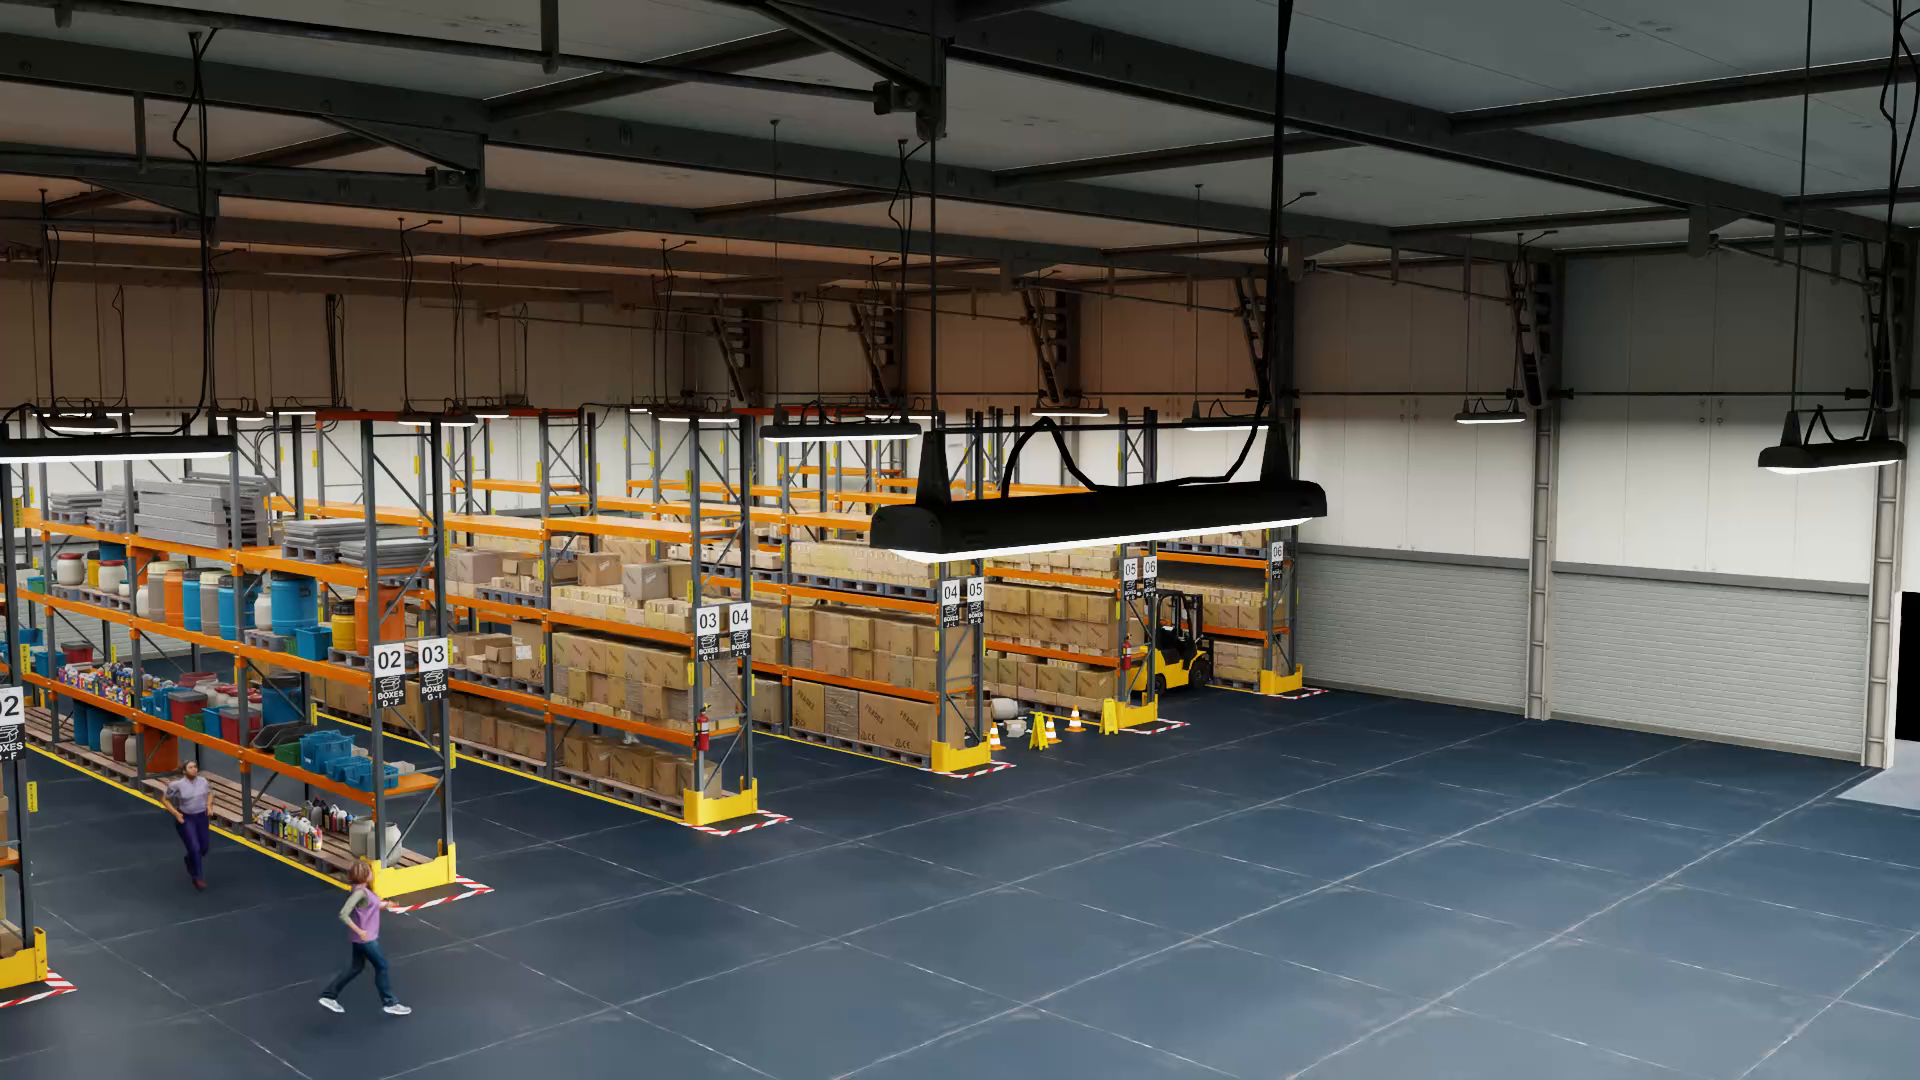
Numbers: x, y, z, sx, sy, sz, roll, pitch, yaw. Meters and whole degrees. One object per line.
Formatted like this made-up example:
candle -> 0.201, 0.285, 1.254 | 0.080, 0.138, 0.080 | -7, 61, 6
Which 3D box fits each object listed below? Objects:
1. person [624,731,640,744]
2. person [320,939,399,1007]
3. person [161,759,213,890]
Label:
person -> -5.787, 2.939, 29.879 | 0.573, 1.530, 0.601 | 4, 7, 42
person -> -6.064, 4.314, 16.766 | 0.743, 0.821, 0.342 | -2, 6, -23
person -> -9.912, 3.629, 21.409 | 0.726, 1.640, 0.613 | 4, 6, 38
